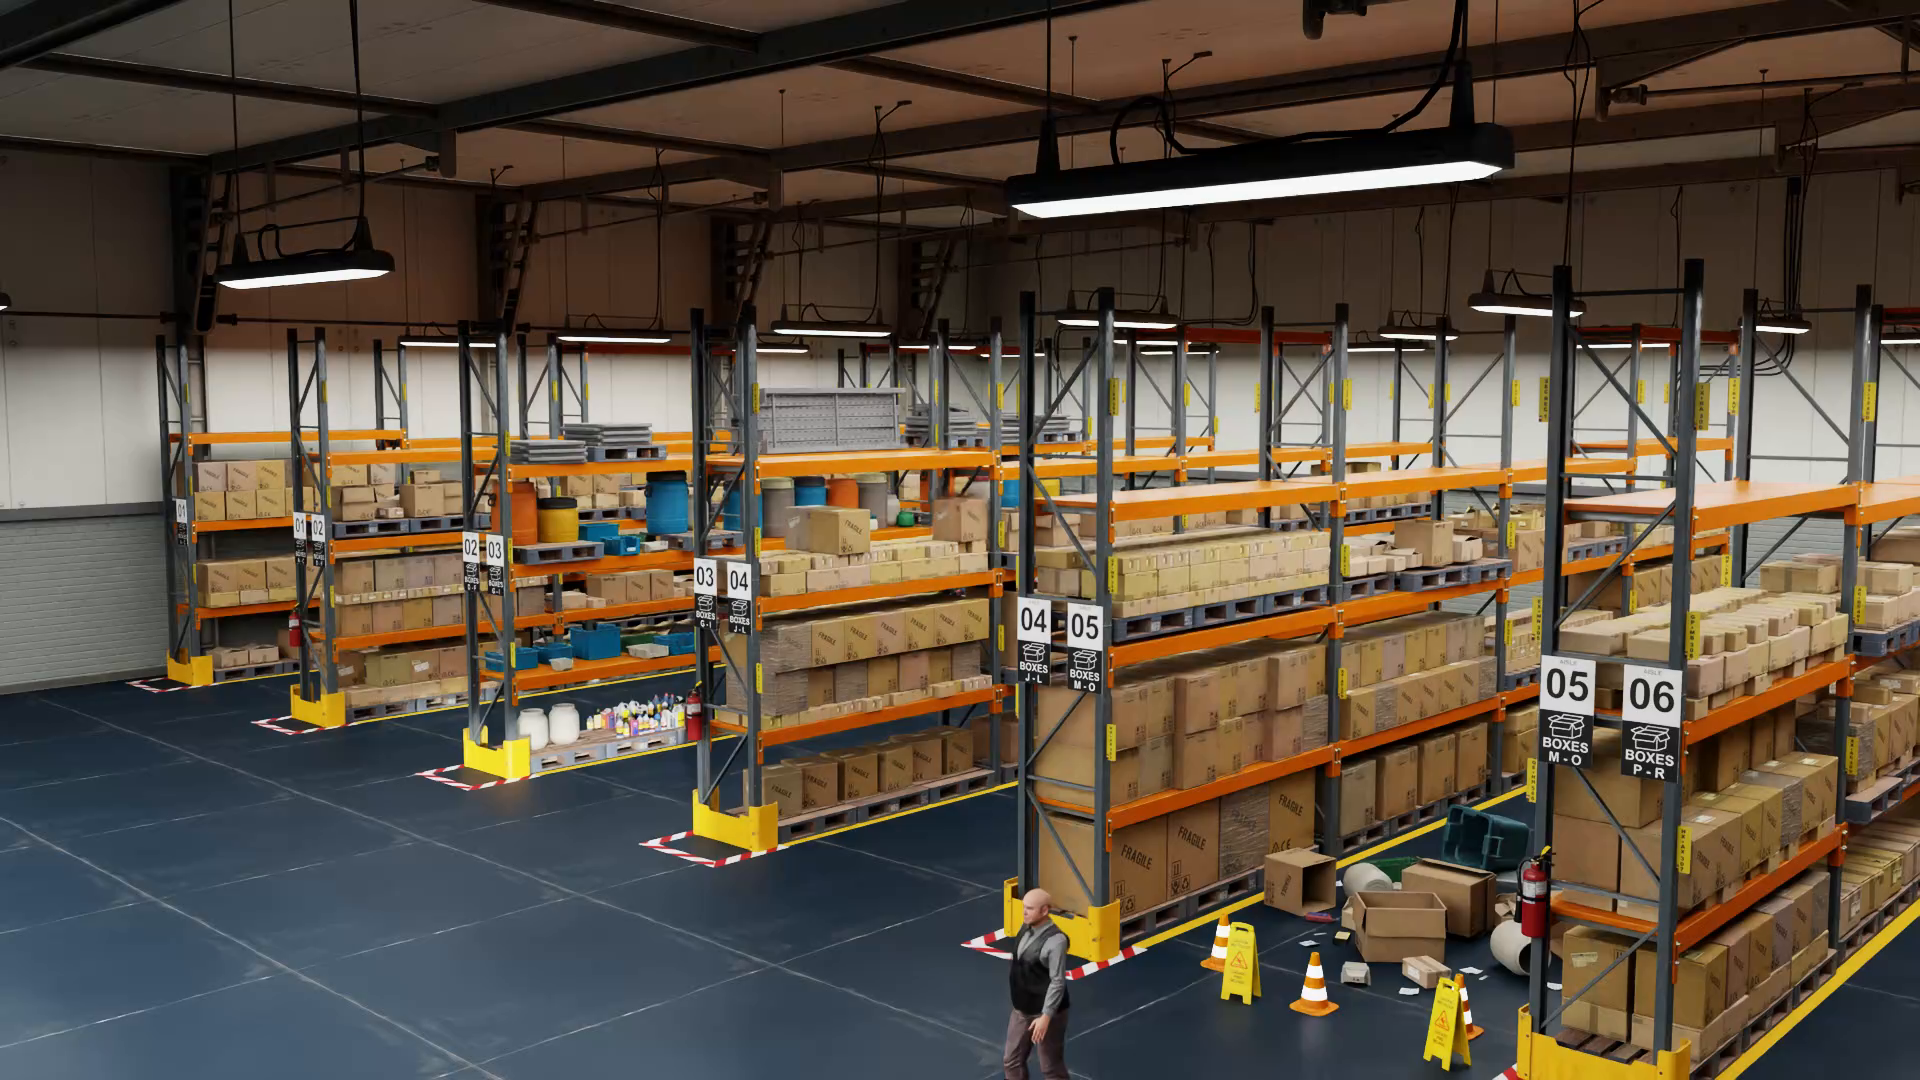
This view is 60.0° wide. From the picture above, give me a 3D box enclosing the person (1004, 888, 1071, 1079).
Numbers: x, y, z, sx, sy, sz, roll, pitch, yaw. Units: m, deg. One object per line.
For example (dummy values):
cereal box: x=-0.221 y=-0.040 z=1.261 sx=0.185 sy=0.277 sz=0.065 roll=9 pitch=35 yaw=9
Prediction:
person: x=0.512 y=3.252 z=11.394 sx=0.632 sy=1.746 sz=0.588 roll=-3 pitch=6 yaw=-31
